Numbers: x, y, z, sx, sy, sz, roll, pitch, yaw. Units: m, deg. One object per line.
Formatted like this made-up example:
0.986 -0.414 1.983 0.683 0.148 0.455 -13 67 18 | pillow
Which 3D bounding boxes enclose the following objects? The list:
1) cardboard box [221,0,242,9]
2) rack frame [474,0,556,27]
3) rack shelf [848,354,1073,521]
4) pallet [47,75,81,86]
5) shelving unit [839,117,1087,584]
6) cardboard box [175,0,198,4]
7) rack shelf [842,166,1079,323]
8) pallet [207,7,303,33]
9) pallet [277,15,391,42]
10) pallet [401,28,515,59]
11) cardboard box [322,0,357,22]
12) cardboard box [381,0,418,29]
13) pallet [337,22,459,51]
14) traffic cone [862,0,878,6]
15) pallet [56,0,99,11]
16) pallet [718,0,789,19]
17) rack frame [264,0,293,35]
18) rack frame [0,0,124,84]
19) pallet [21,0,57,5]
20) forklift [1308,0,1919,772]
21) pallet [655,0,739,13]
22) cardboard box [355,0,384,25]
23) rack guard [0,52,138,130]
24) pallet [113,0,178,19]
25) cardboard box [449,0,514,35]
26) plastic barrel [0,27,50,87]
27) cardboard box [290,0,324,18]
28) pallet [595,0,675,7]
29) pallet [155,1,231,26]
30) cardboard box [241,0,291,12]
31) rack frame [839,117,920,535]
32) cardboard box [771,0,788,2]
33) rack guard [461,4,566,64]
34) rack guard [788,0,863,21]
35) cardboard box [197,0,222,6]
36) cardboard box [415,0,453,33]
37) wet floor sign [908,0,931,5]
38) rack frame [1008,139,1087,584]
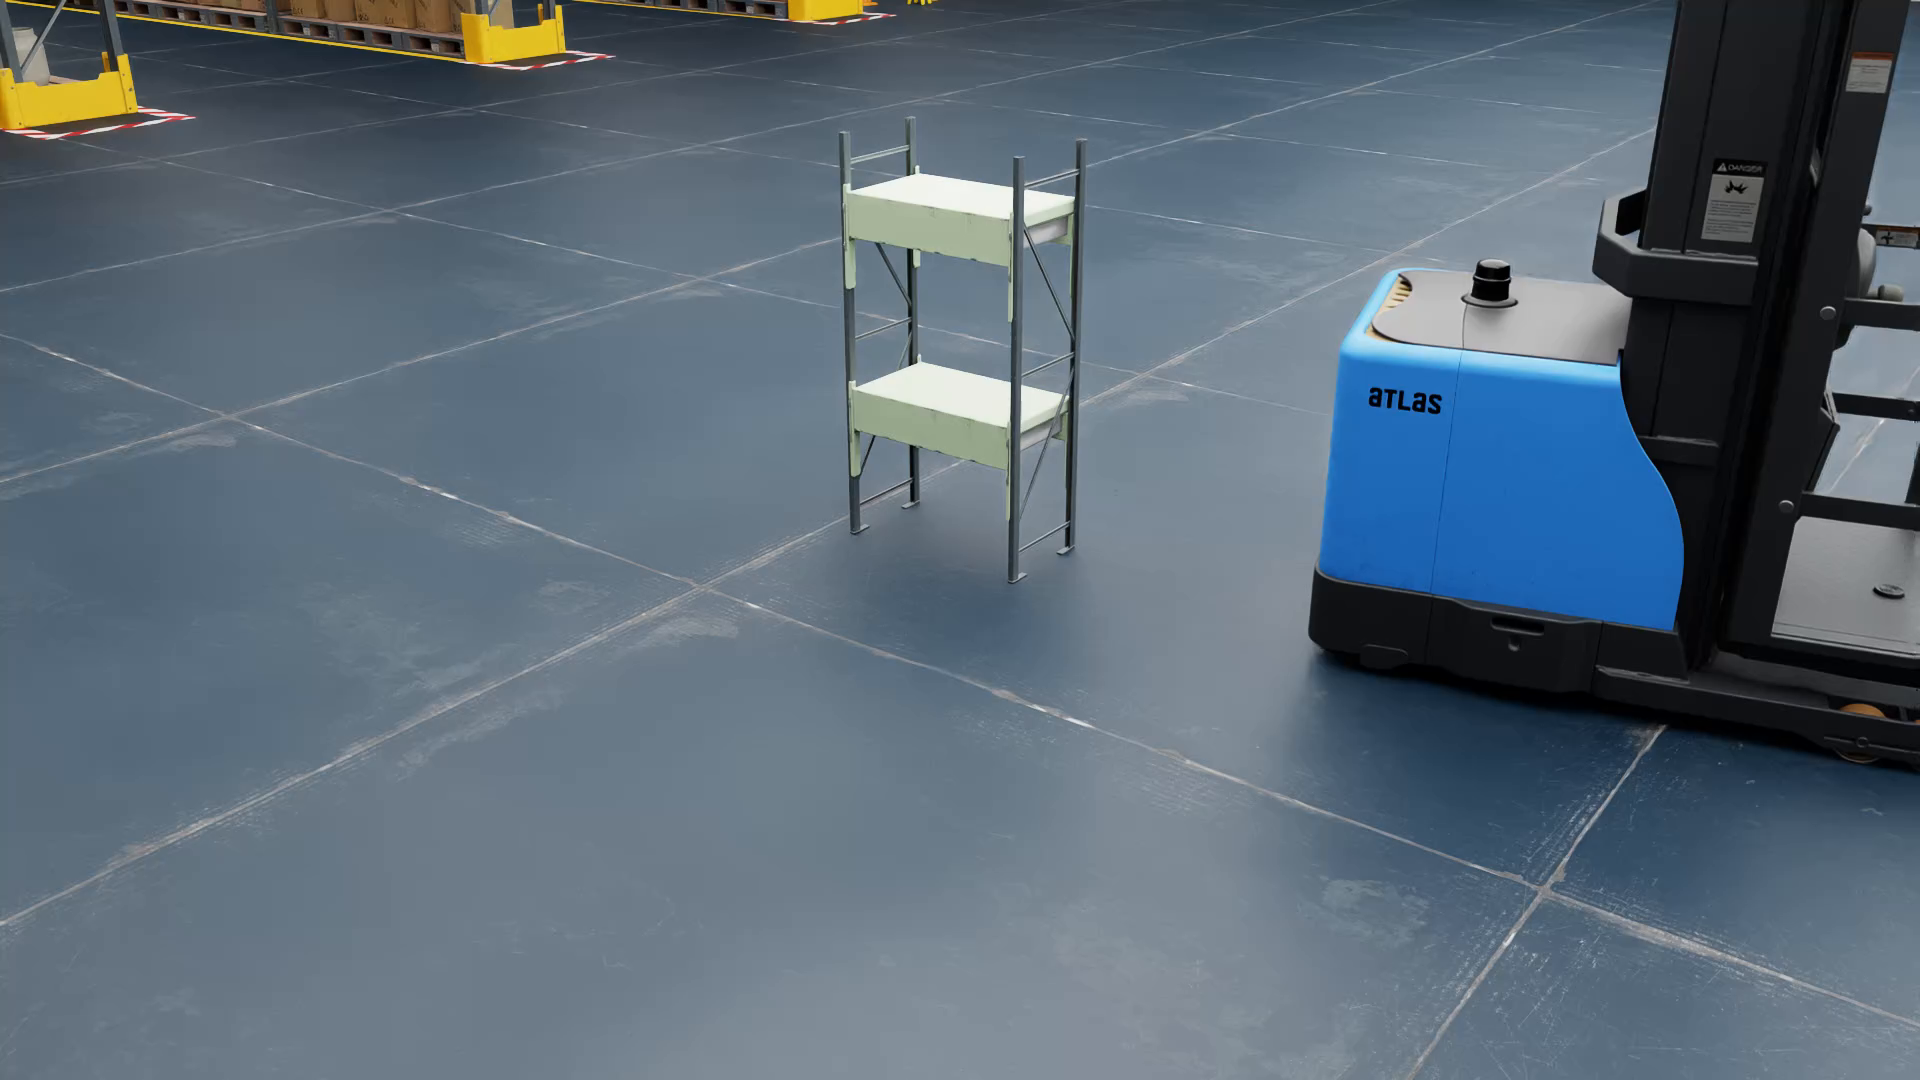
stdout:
-8.886 -6.997 20.964 0.500 0.500 0.700 17 29 33 | cardboard box
-4.836 -6.695 17.725 0.127 3.000 1.000 17 29 33 | rack frame
0.005 -0.386 6.075 0.720 0.370 0.431 17 29 33 | rack shelf
-8.542 -4.023 15.118 1.213 0.211 1.003 17 29 33 | pallet
0.005 -0.685 5.944 0.755 1.500 0.431 17 29 33 | shelving unit
-9.780 -7.267 21.577 0.500 0.500 0.700 20 31 38 | cardboard box
0.005 -1.042 5.787 0.720 0.370 0.431 17 29 33 | rack shelf
-8.661 -6.574 20.909 1.213 0.211 1.003 17 29 33 | pallet
-7.478 -6.235 20.140 1.213 0.211 1.003 17 29 33 | pallet
-5.526 -5.645 18.801 1.213 0.211 1.003 17 29 33 | pallet
-7.278 -6.465 19.783 0.500 0.500 0.500 -16 28 -31 | cardboard box
-6.314 -6.191 19.160 0.500 0.500 0.500 20 31 38 | cardboard box
-6.498 -5.941 19.471 1.213 0.211 1.003 17 29 33 | pallet
-1.354 -7.697 23.145 0.334 0.463 0.336 17 29 33 | traffic cone
-11.823 -7.569 23.166 1.213 0.211 1.003 17 29 33 | pallet
-2.467 -7.163 22.246 1.213 0.211 1.003 17 29 33 | pallet
-8.037 -7.663 19.921 0.127 3.000 1.000 17 29 33 | rack frame
-7.807 -5.097 14.099 0.127 3.000 1.000 17 29 33 | rack frame
-12.795 -7.864 23.836 1.213 0.211 1.003 17 29 33 | pallet
2.696 -0.913 4.687 3.031 2.935 1.130 9 25 20 | forklift
-3.439 -7.458 22.916 1.213 0.211 1.003 17 29 33 | pallet
-6.734 -6.340 19.499 0.500 0.500 0.500 14 27 29 | cardboard box
-7.896 -3.957 14.610 0.348 0.500 1.175 17 29 33 | rack guard
-10.613 -7.164 22.248 1.213 0.211 1.003 17 29 33 | pallet
-5.326 -5.900 18.500 0.500 0.500 0.500 -20 31 -38 | cardboard box
-8.379 -4.285 14.821 0.421 0.512 0.421 0 24 0 | plastic barrel
-7.741 -6.601 20.091 0.500 0.500 0.500 16 28 32 | cardboard box
-4.420 -7.753 23.585 1.213 0.211 1.003 17 29 33 | pallet
-9.641 -6.869 21.578 1.213 0.211 1.003 17 29 33 | pallet
-8.515 -6.875 20.689 0.500 0.500 0.700 14 28 29 | cardboard box
-0.288 -0.773 6.145 0.023 1.500 0.400 17 29 33 | rack frame
-2.363 -7.634 21.970 0.875 0.875 0.875 17 29 34 | cardboard box
-4.897 -5.570 18.271 0.348 0.500 1.175 17 29 33 | rack guard
-1.761 -7.121 21.793 0.348 0.500 1.175 17 29 33 | rack guard
-9.333 -7.132 21.271 0.500 0.500 0.700 14 27 29 | cardboard box
-5.825 -6.033 18.803 0.500 0.500 0.500 -17 29 -34 | cardboard box
-0.570 -7.826 23.211 0.232 0.644 0.267 12 26 24 | wet floor sign
0.298 -0.596 5.743 0.023 1.500 0.400 17 29 33 | rack frame
